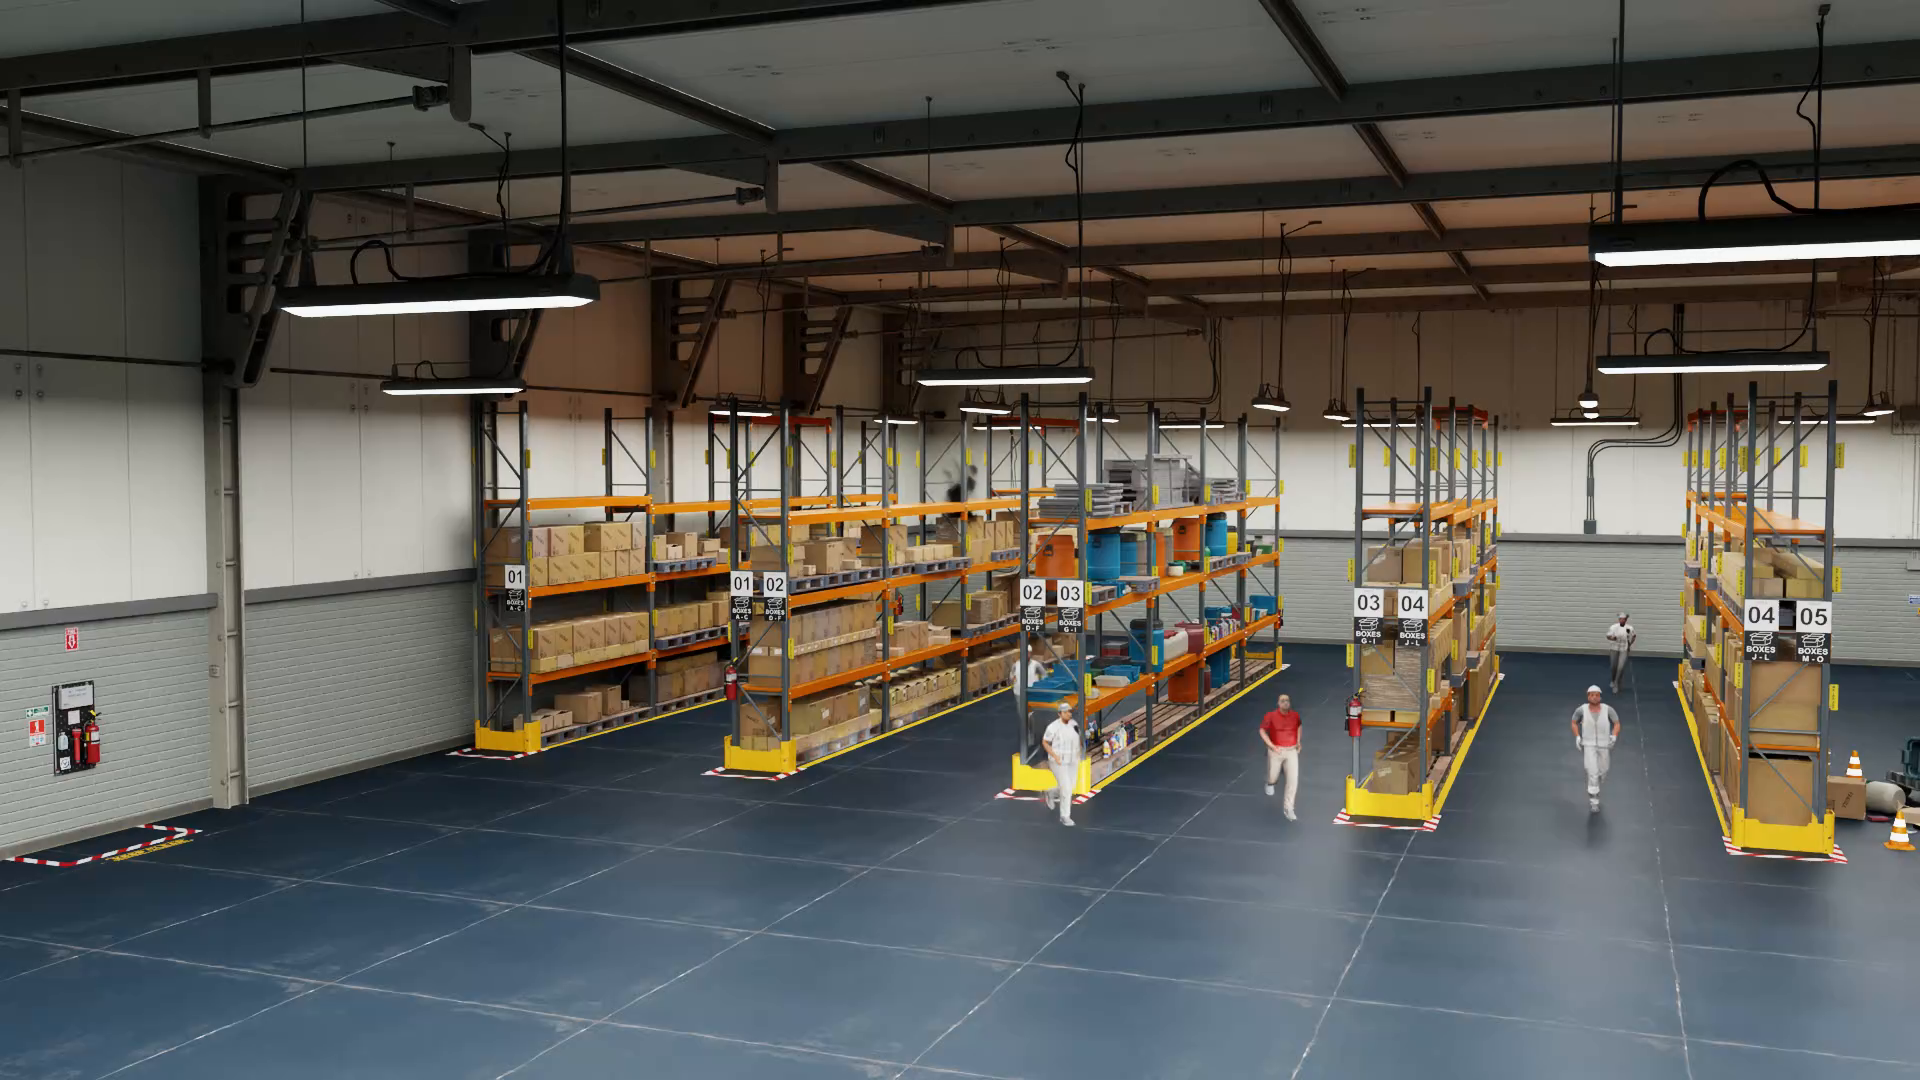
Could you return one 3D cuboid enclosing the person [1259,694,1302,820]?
[{"bbox_3d":[4.549,3.032,23.579,0.641,1.725,0.934,0,3,0],"label":"person"}]

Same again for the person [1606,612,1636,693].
[{"bbox_3d":[14.253,2.418,35.880,0.584,1.751,0.769,1,3,28],"label":"person"}]

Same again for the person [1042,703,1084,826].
[{"bbox_3d":[1.406,3.064,22.999,0.622,1.665,0.720,-2,3,-31],"label":"person"}]

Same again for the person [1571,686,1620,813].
[{"bbox_3d":[9.086,2.956,23.785,0.657,1.781,0.821,1,3,14],"label":"person"}]

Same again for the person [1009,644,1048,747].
[{"bbox_3d":[1.148,2.715,29.024,0.639,1.800,0.680,1,3,22],"label":"person"}]
